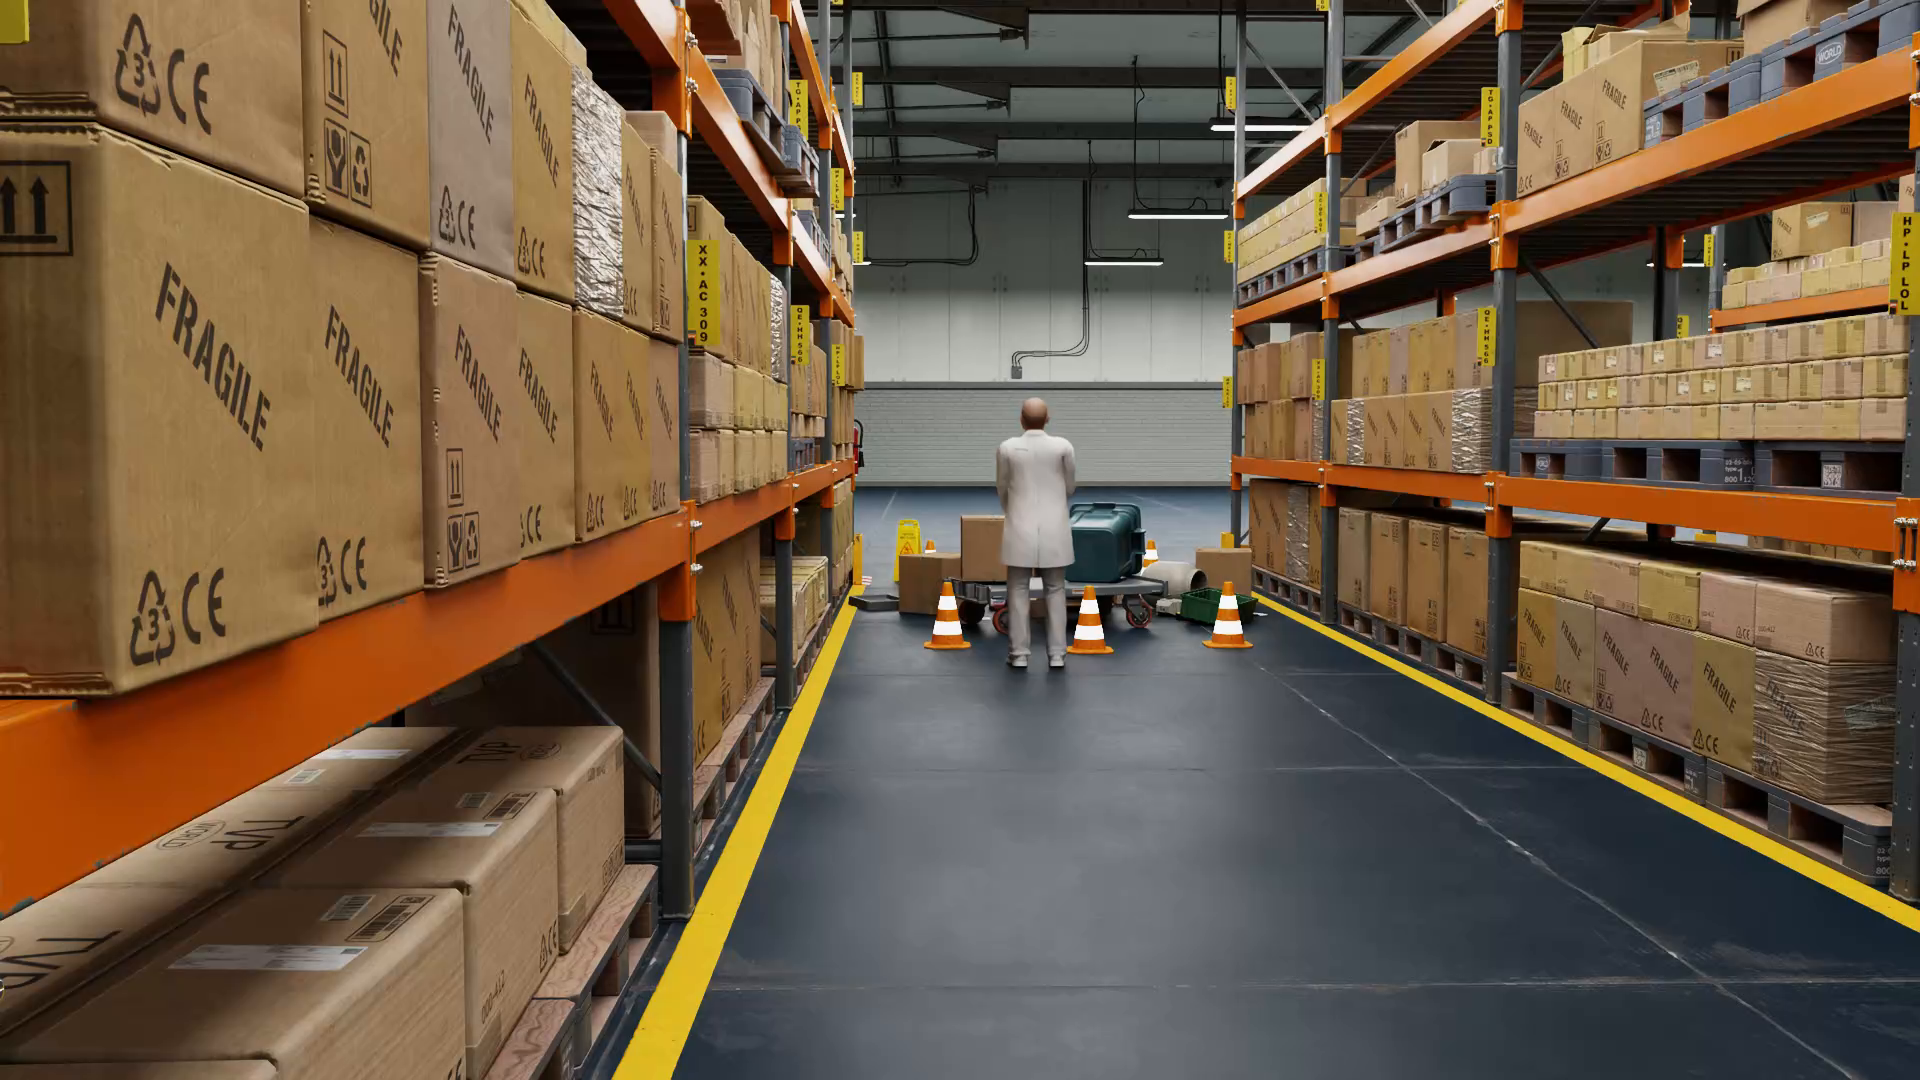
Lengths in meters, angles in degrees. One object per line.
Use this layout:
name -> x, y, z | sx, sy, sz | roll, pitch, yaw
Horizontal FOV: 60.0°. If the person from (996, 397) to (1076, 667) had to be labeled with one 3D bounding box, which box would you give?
person -> 0.498, -0.058, 11.104 | 0.533, 1.774, 0.554 | 0, 4, -2
